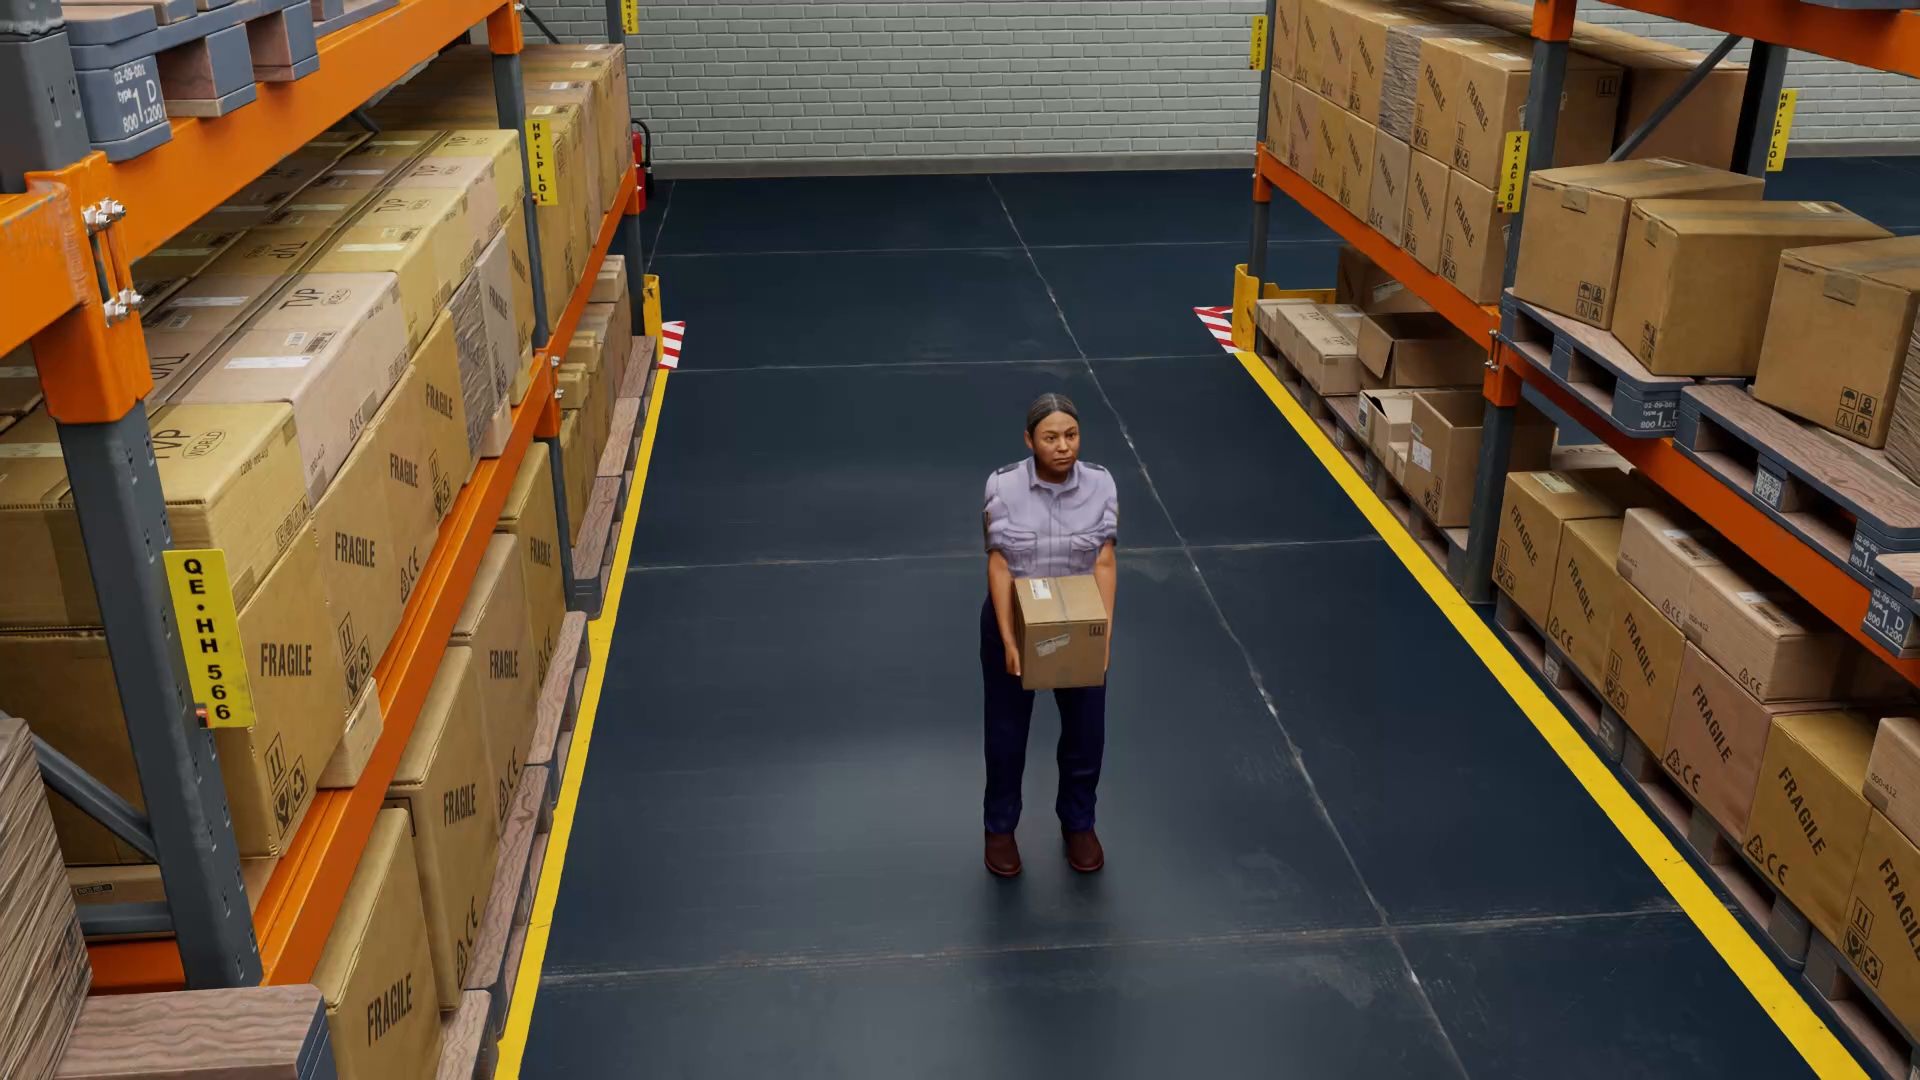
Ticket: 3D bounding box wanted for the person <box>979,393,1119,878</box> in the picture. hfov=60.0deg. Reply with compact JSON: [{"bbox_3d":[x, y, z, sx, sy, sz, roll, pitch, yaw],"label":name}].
[{"bbox_3d":[0.293,0.345,5.351,0.434,1.646,0.522,-3,24,-6],"label":"person"}]
